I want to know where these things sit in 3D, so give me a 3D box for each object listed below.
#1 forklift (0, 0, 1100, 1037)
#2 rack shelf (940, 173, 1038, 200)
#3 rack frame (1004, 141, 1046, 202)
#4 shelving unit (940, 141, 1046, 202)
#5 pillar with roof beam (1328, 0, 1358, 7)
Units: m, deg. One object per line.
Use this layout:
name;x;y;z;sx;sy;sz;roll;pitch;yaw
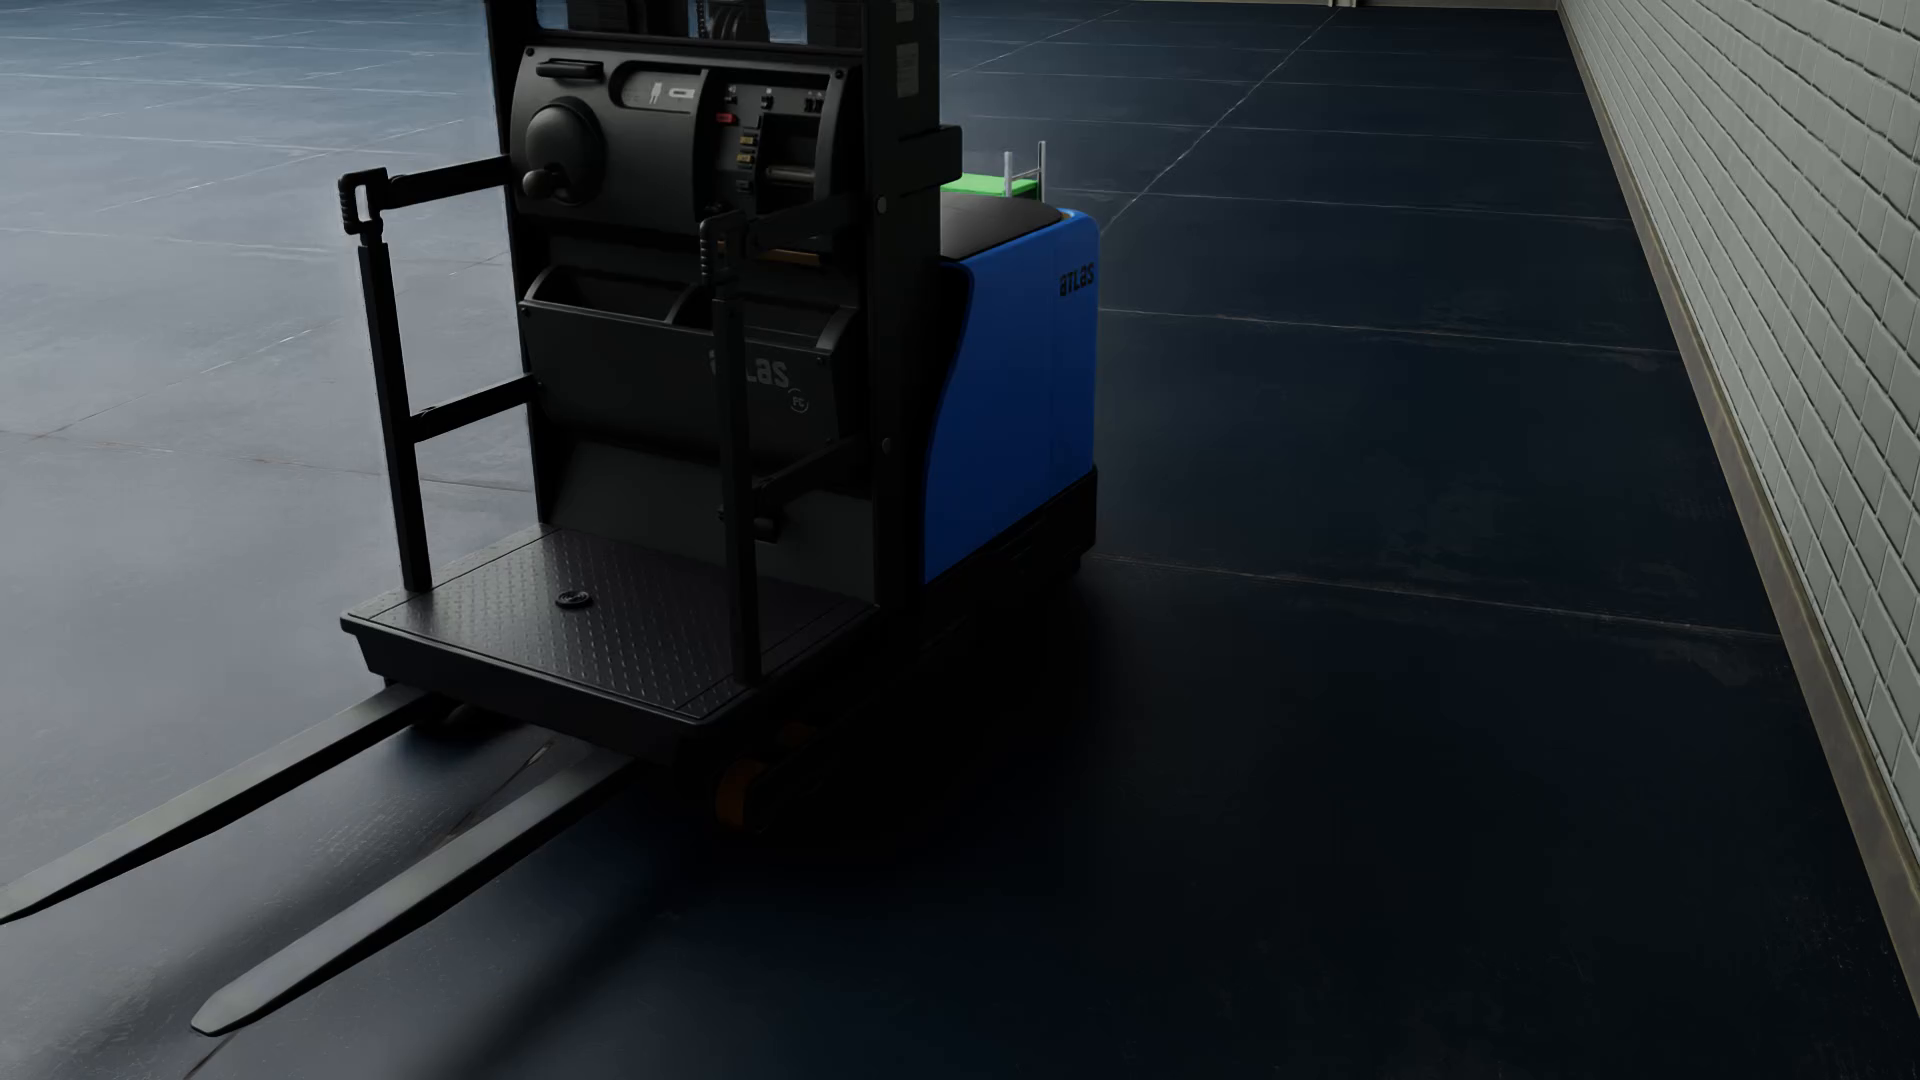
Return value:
forklift;-0.756;-0.902;3.608;1.130;2.935;3.031;12;25;27
rack shelf;-0.017;-1.051;5.155;0.480;0.148;0.258;12;25;27
rack frame;0.196;-0.621;5.203;0.015;1.200;0.240;12;25;27
shelving unit;-0.017;-0.666;5.313;0.503;1.200;0.258;12;25;27
pillar with roof beam;4.353;-10.403;18.773;0.400;9.000;9.100;7;23;16
